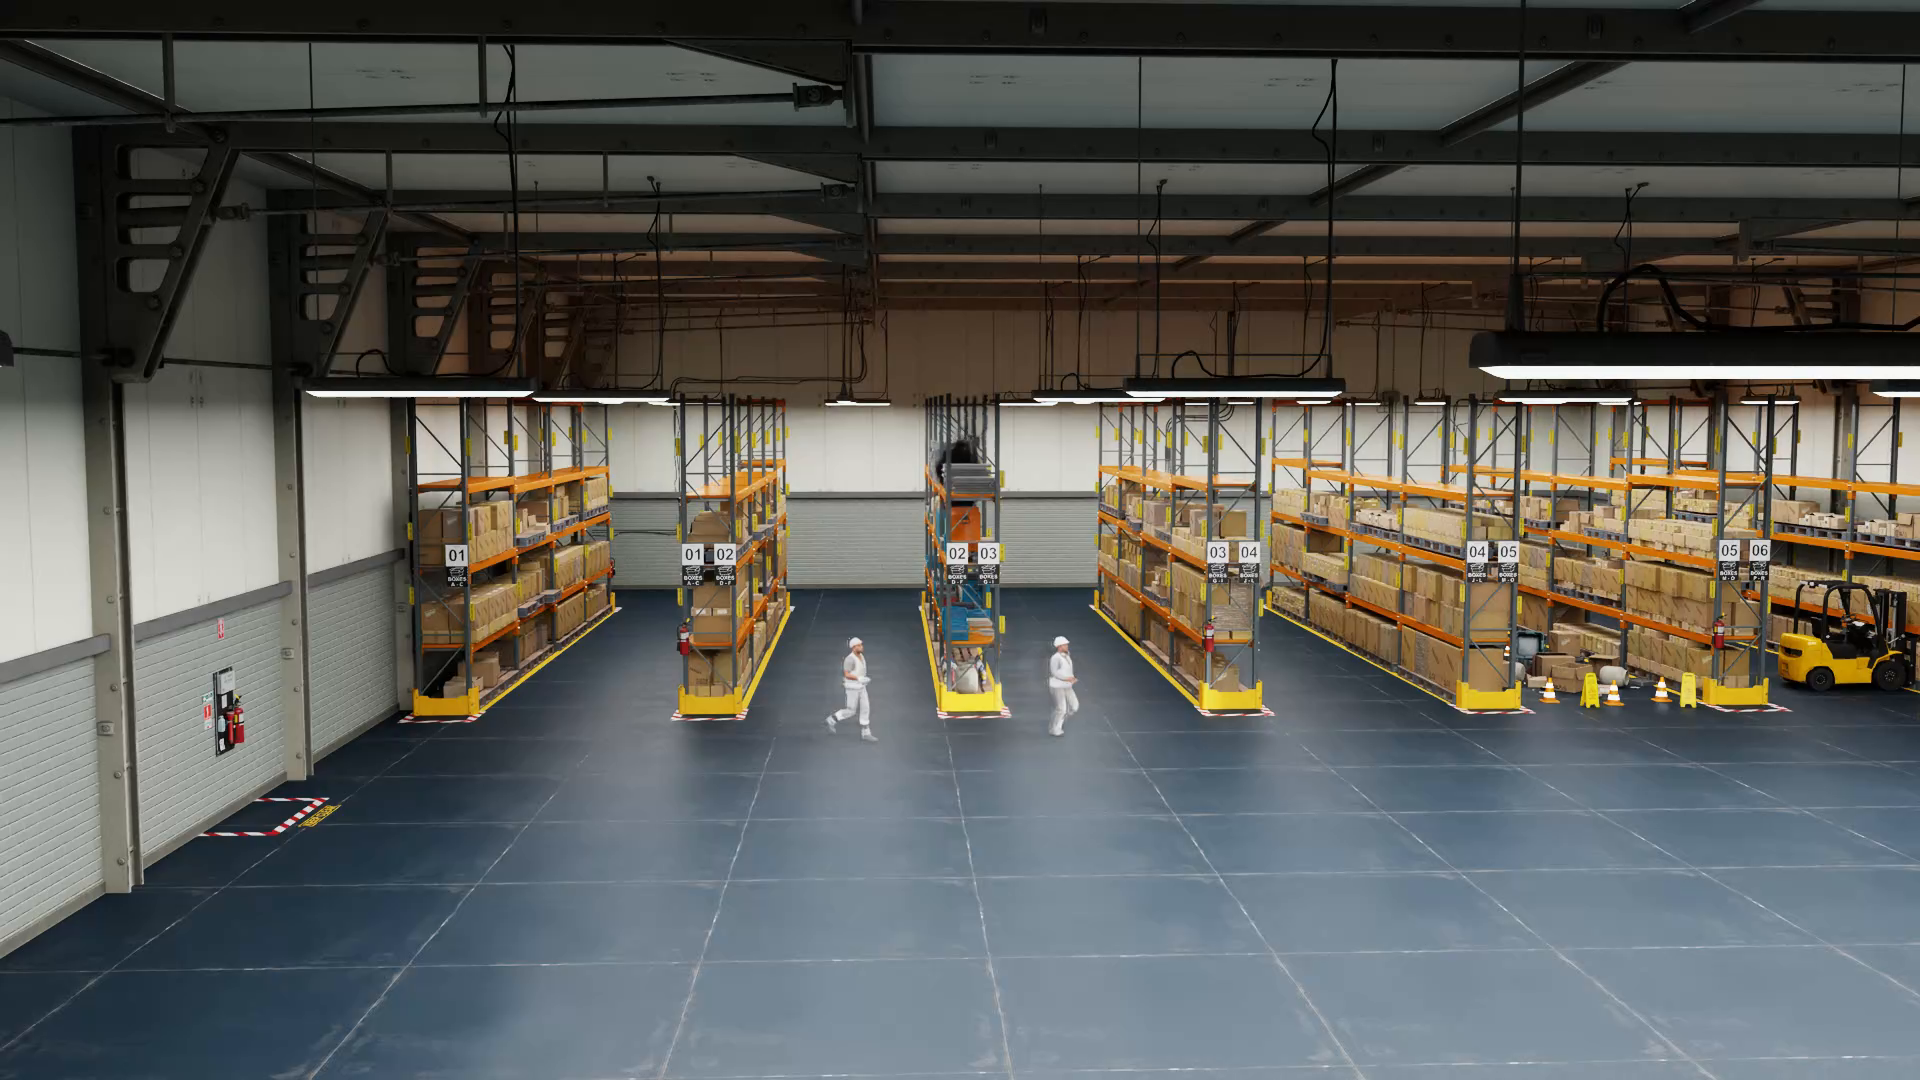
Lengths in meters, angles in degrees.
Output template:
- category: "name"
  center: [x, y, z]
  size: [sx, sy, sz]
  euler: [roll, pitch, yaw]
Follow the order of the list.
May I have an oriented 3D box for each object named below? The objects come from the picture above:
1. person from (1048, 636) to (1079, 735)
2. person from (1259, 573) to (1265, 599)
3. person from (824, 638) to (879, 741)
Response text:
- category: "person"
  center: [1.831, 2.547, 29.074]
  size: [0.604, 1.729, 0.693]
  euler: [3, 5, 32]
- category: "person"
  center: [7.821, 1.427, 44.133]
  size: [0.555, 1.637, 0.581]
  euler: [0, 5, 1]
- category: "person"
  center: [-1.850, 2.571, 28.708]
  size: [0.951, 1.785, 0.668]
  euler: [2, 5, 23]
